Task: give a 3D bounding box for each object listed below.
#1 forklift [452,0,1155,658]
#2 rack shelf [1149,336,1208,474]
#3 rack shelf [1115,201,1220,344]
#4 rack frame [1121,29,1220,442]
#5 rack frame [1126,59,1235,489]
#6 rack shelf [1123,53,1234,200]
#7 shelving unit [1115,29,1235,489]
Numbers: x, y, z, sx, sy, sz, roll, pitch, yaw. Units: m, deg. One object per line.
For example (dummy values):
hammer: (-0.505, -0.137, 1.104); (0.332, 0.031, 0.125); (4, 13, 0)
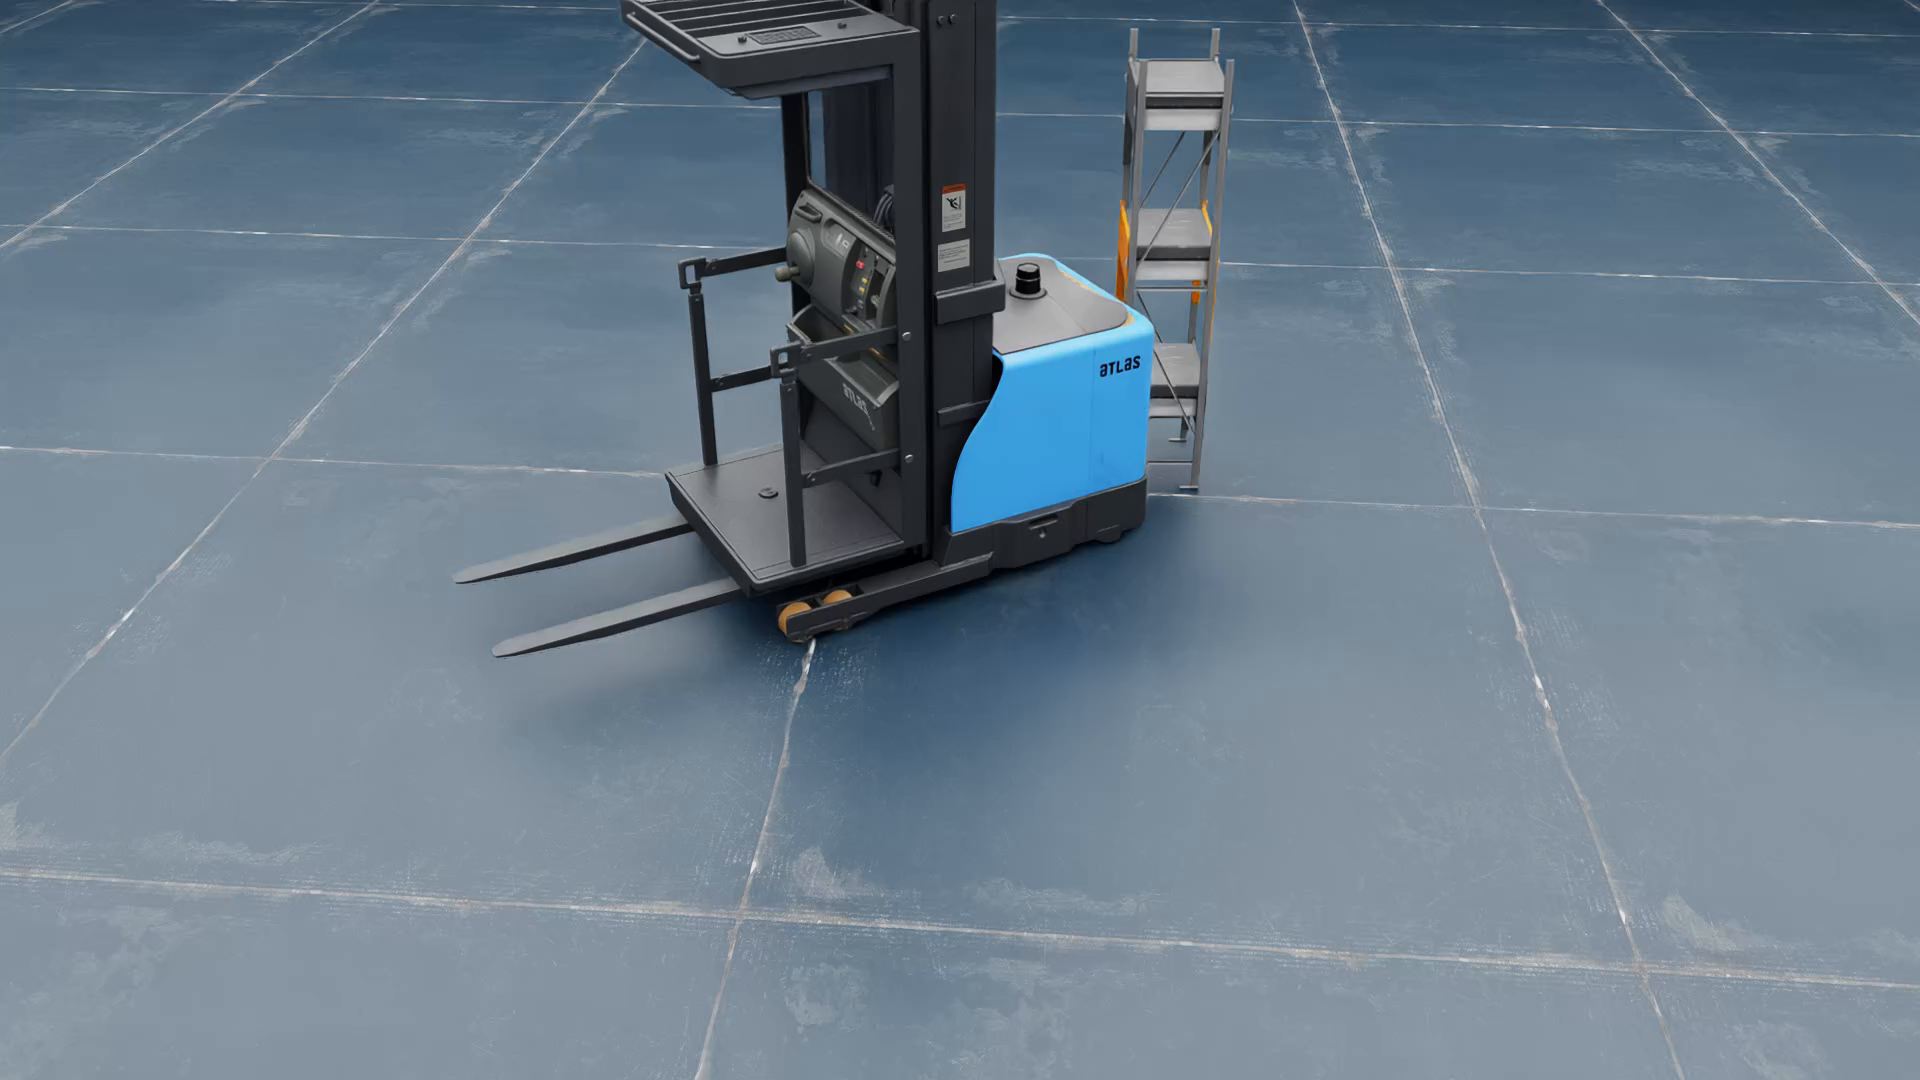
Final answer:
forklift: (-0.675, -1.132, 6.794); (3.031, 2.935, 1.130); (-16, 35, -24)
rack shelf: (0.966, -0.667, 8.189); (0.431, 0.518, 0.480); (0, 32, 0)
rack shelf: (0.965, -1.261, 7.818); (0.431, 0.518, 0.480); (0, 32, 0)
rack frame: (0.967, -1.402, 8.018); (0.400, 2.100, 0.015); (0, 32, 0)
rack frame: (0.964, -1.144, 7.604); (0.400, 2.100, 0.015); (0, 32, 0)
rack shelf: (0.965, -1.855, 7.448); (0.431, 0.518, 0.480); (0, 32, 0)
shelving unit: (0.965, -1.273, 7.811); (0.431, 2.100, 0.503); (0, 32, 0)
